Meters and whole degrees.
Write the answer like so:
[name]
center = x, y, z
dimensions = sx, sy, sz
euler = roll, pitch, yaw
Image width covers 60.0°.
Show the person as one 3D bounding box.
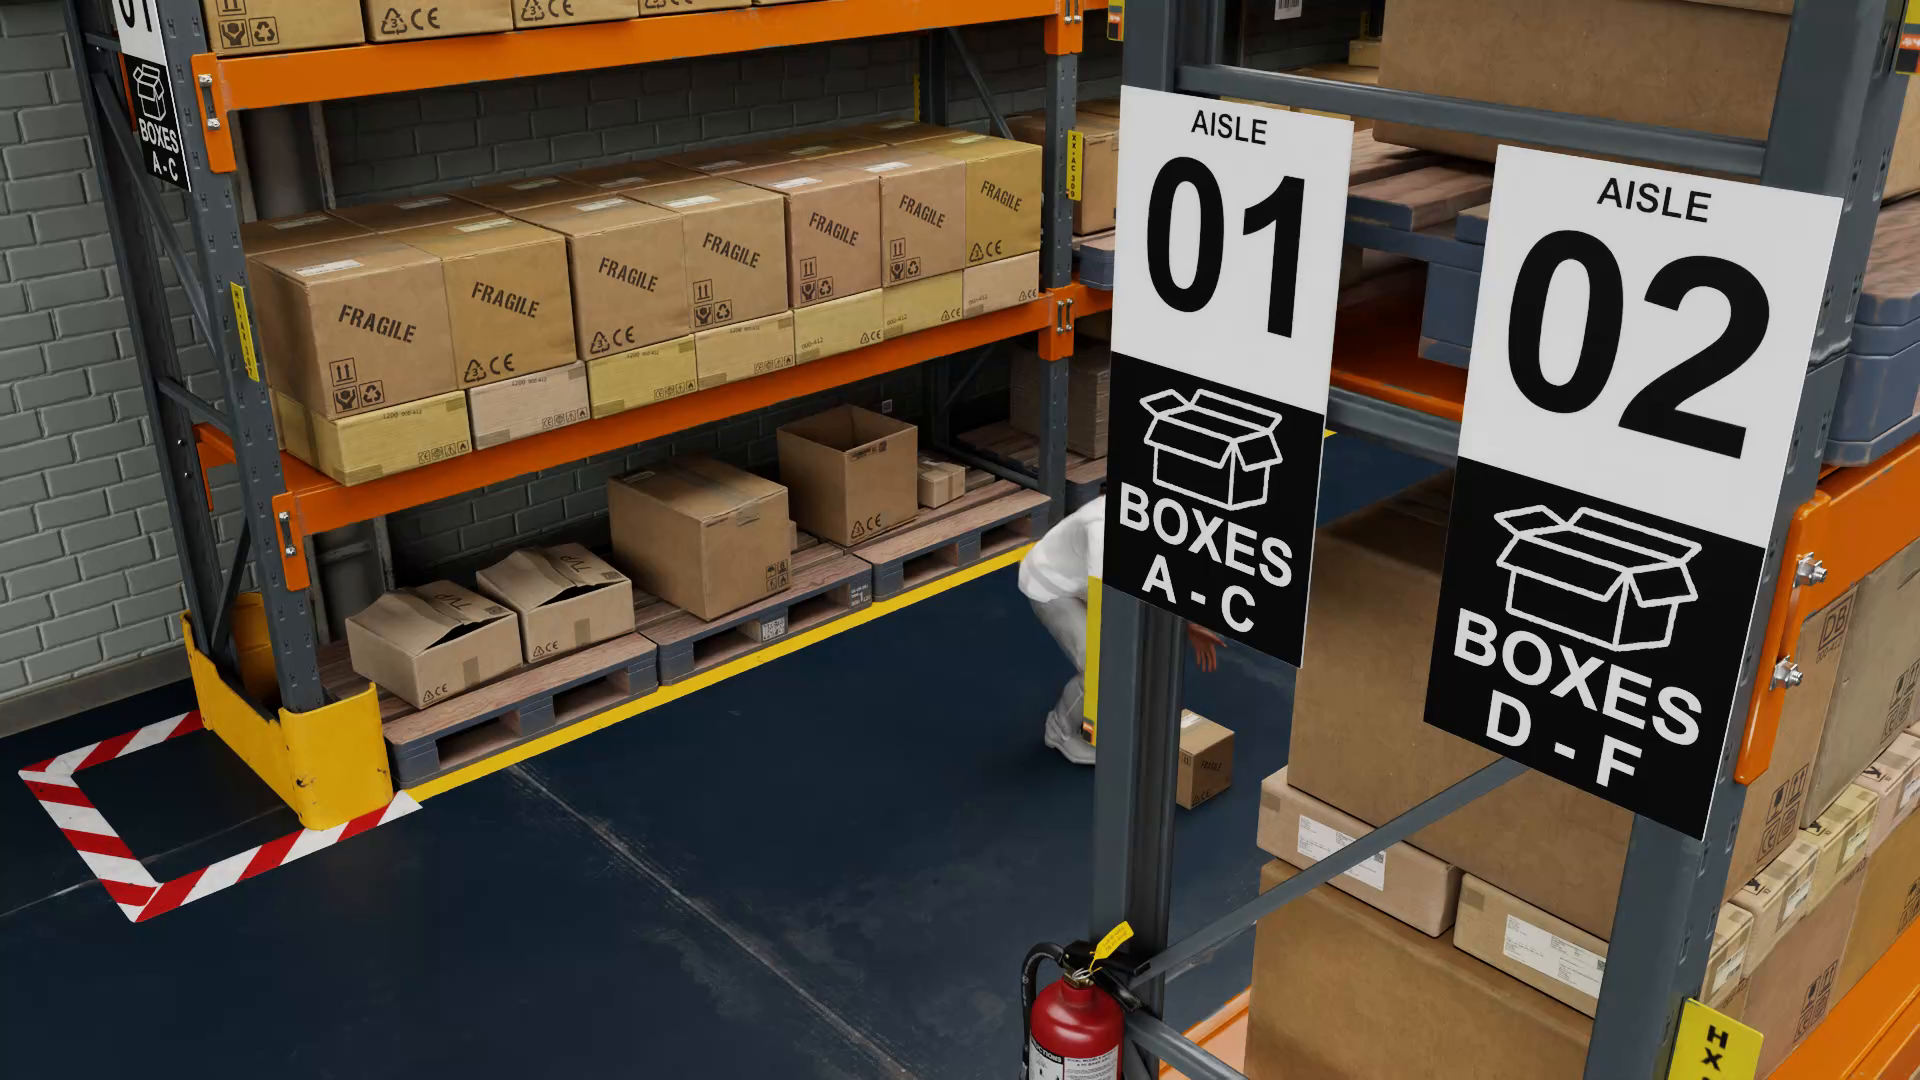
[person]
center = 0.641, 0.257, 6.597
dimensions = 0.627, 1.280, 0.817
euler = -21, 32, -38
